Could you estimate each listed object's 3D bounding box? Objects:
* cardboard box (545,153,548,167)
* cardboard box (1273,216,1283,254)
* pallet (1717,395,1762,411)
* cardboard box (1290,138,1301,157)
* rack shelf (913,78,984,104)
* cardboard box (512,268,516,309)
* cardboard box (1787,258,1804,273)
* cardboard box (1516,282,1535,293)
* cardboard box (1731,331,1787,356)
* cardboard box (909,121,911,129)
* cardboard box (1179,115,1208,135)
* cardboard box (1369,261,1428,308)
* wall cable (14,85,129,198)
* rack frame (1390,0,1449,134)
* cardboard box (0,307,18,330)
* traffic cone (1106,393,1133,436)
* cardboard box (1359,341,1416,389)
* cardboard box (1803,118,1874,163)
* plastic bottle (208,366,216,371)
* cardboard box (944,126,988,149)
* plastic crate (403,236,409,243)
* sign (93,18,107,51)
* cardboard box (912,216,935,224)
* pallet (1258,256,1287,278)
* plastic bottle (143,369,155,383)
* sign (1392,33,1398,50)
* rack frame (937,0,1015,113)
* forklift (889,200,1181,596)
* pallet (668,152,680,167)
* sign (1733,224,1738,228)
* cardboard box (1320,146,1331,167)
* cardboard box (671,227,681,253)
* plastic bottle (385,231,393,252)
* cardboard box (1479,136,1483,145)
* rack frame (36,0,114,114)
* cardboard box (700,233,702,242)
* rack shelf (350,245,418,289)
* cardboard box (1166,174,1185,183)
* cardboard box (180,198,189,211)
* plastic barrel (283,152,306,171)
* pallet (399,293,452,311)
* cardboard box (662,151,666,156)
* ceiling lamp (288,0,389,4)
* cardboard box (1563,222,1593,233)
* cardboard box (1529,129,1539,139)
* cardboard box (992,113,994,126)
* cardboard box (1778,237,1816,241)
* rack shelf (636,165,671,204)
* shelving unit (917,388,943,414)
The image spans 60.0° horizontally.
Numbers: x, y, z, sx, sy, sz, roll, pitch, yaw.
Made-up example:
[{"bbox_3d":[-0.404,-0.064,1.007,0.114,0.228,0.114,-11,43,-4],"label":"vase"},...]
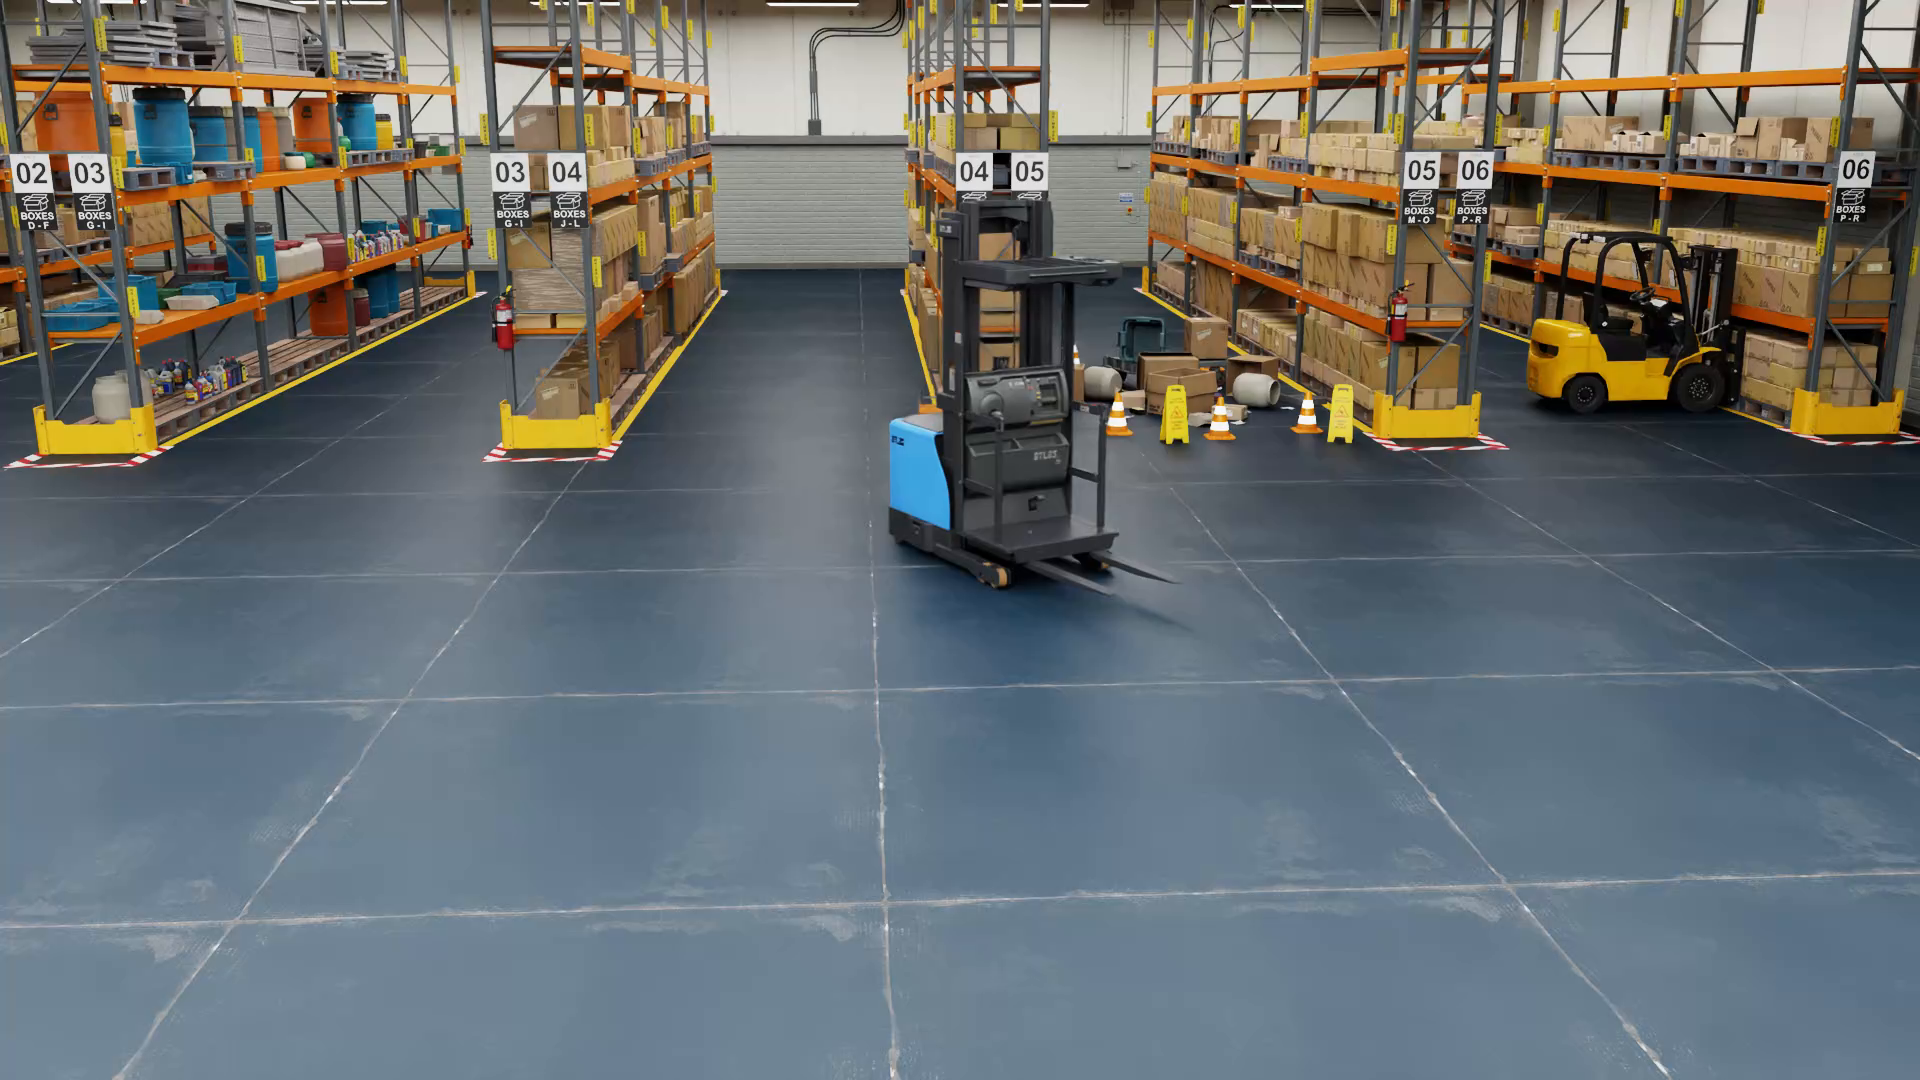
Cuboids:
[{"bbox_3d":[-4.292,-4.141,18.081,0.380,0.149,0.250,-1,14,-4],"label":"cardboard box"},{"bbox_3d":[4.822,-4.402,23.976,0.500,0.500,0.500,0,14,-2],"label":"cardboard box"},{"bbox_3d":[10.177,-1.868,21.362,1.003,0.211,1.213,-1,14,-3],"label":"pallet"},{"bbox_3d":[4.930,-5.496,23.305,0.500,0.250,0.500,-1,14,-3],"label":"cardboard box"},{"bbox_3d":[-0.169,-7.397,27.464,1.077,0.370,4.000,-1,14,-3],"label":"rack shelf"},{"bbox_3d":[-4.663,-2.948,19.166,0.875,0.500,0.500,-1,14,-3],"label":"cardboard box"},{"bbox_3d":[9.993,-3.234,19.572,0.380,0.149,0.250,-1,14,-3],"label":"cardboard box"},{"bbox_3d":[9.512,-4.209,27.737,0.380,0.149,0.250,-2,15,-6],"label":"cardboard box"},{"bbox_3d":[9.921,-2.444,20.674,0.500,0.250,0.500,-1,14,-3],"label":"cardboard box"},{"bbox_3d":[-0.791,-8.065,32.328,0.380,0.149,0.250,-1,14,-3],"label":"cardboard box"},{"bbox_3d":[4.526,-7.722,31.250,0.797,0.503,0.637,0,14,1],"label":"cardboard box"},{"bbox_3d":[5.077,-2.972,19.259,0.500,0.500,0.500,-1,14,-4],"label":"cardboard box"},{"bbox_3d":[-20.322,-9.059,37.907,3.097,2.526,0.112,-1,14,-3],"label":"wall cable"},{"bbox_3d":[9.348,-9.611,33.820,1.000,3.000,0.127,-1,14,-3],"label":"rack frame"},{"bbox_3d":[-14.611,-3.350,25.077,0.500,0.311,0.500,-1,14,-2],"label":"cardboard box"},{"bbox_3d":[1.835,-1.472,19.320,0.336,0.463,0.334,-1,14,-3],"label":"traffic cone"},{"bbox_3d":[5.075,-2.079,19.756,0.500,0.500,0.500,-1,14,-3],"label":"cardboard box"},{"bbox_3d":[10.069,-4.585,19.064,0.500,0.500,0.500,0,14,-2],"label":"cardboard box"},{"bbox_3d":[-9.504,-2.096,21.236,0.152,0.276,0.135,-1,14,-3],"label":"plastic bottle"},{"bbox_3d":[0.081,-4.690,19.374,0.500,0.250,0.500,-1,14,-4],"label":"cardboard box"},{"bbox_3d":[-10.079,-5.423,29.991,0.396,0.136,0.243,-1,14,-3],"label":"plastic crate"},{"bbox_3d":[-8.900,-5.231,17.216,0.100,0.325,0.005,-1,14,-3],"label":"sign"},{"bbox_3d":[-0.591,-5.275,27.477,0.380,0.149,0.250,-1,14,-3],"label":"cardboard box"},{"bbox_3d":[5.053,-4.054,24.646,1.003,0.211,1.213,-1,14,-3],"label":"pallet"},{"bbox_3d":[-10.012,-1.938,20.472,0.144,0.351,0.185,0,14,-1],"label":"plastic bottle"},{"bbox_3d":[8.806,-10.093,33.661,0.100,0.325,0.005,-1,14,-3],"label":"sign"},{"bbox_3d":[0.203,-6.447,21.524,1.000,3.000,0.127,-1,14,-3],"label":"rack frame"},{"bbox_3d":[0.579,-1.170,13.193,1.130,2.935,3.031,-9,17,-30],"label":"forklift"},{"bbox_3d":[-5.094,-6.006,26.207,1.213,0.211,1.003,0,14,-1],"label":"pallet"},{"bbox_3d":[10.645,-4.187,22.885,0.100,0.325,0.005,-1,14,-3],"label":"sign"},{"bbox_3d":[4.933,-4.926,21.335,0.500,0.250,0.500,-1,14,-4],"label":"cardboard box"},{"bbox_3d":[-4.794,-4.787,26.910,0.500,0.500,0.500,-1,14,-5],"label":"cardboard box"},{"bbox_3d":[-9.798,-5.110,28.466,0.144,0.351,0.185,-1,14,-3],"label":"plastic bottle"},{"bbox_3d":[9.283,-6.959,28.994,0.380,0.149,0.250,-1,14,-4],"label":"cardboard box"},{"bbox_3d":[-15.137,-8.233,28.467,1.000,3.000,0.127,-1,14,-3],"label":"rack frame"},{"bbox_3d":[-4.969,-5.568,30.651,0.380,0.149,0.250,0,14,-2],"label":"cardboard box"},{"bbox_3d":[-10.069,-4.558,27.664,1.077,0.370,4.000,-1,14,-3],"label":"rack shelf"},{"bbox_3d":[4.194,-6.996,32.187,0.380,0.149,0.250,-1,14,-5],"label":"cardboard box"},{"bbox_3d":[-15.014,-6.494,31.541,0.500,0.500,0.500,0,14,-2],"label":"cardboard box"},{"bbox_3d":[-9.633,-5.482,24.069,0.301,0.262,0.301,0,14,0],"label":"plastic barrel"},{"bbox_3d":[-10.356,-4.539,31.746,1.003,0.211,1.213,-1,14,-3],"label":"pallet"},{"bbox_3d":[-4.727,-5.751,25.139,0.500,0.250,0.500,-1,14,-3],"label":"cardboard box"},{"bbox_3d":[-13.054,-12.760,34.347,2.000,3.185,0.800,-1,14,-3],"label":"ceiling lamp"},{"bbox_3d":[9.629,-4.865,25.911,0.380,0.149,0.250,0,14,-2],"label":"cardboard box"},{"bbox_3d":[9.549,-6.646,27.222,0.380,0.149,0.250,-1,14,-5],"label":"cardboard box"},{"bbox_3d":[0.590,-5.237,20.702,0.380,0.149,0.250,-1,14,-2],"label":"cardboard box"},{"bbox_3d":[10.464,-3.705,20.806,0.380,0.149,0.250,-1,14,-3],"label":"cardboard box"},{"bbox_3d":[-4.877,-5.092,23.721,1.077,0.370,4.000,-1,14,-3],"label":"rack shelf"},{"bbox_3d":[-0.250,-0.732,14.964,0.258,1.200,0.503,0,14,2],"label":"shelving unit"}]
